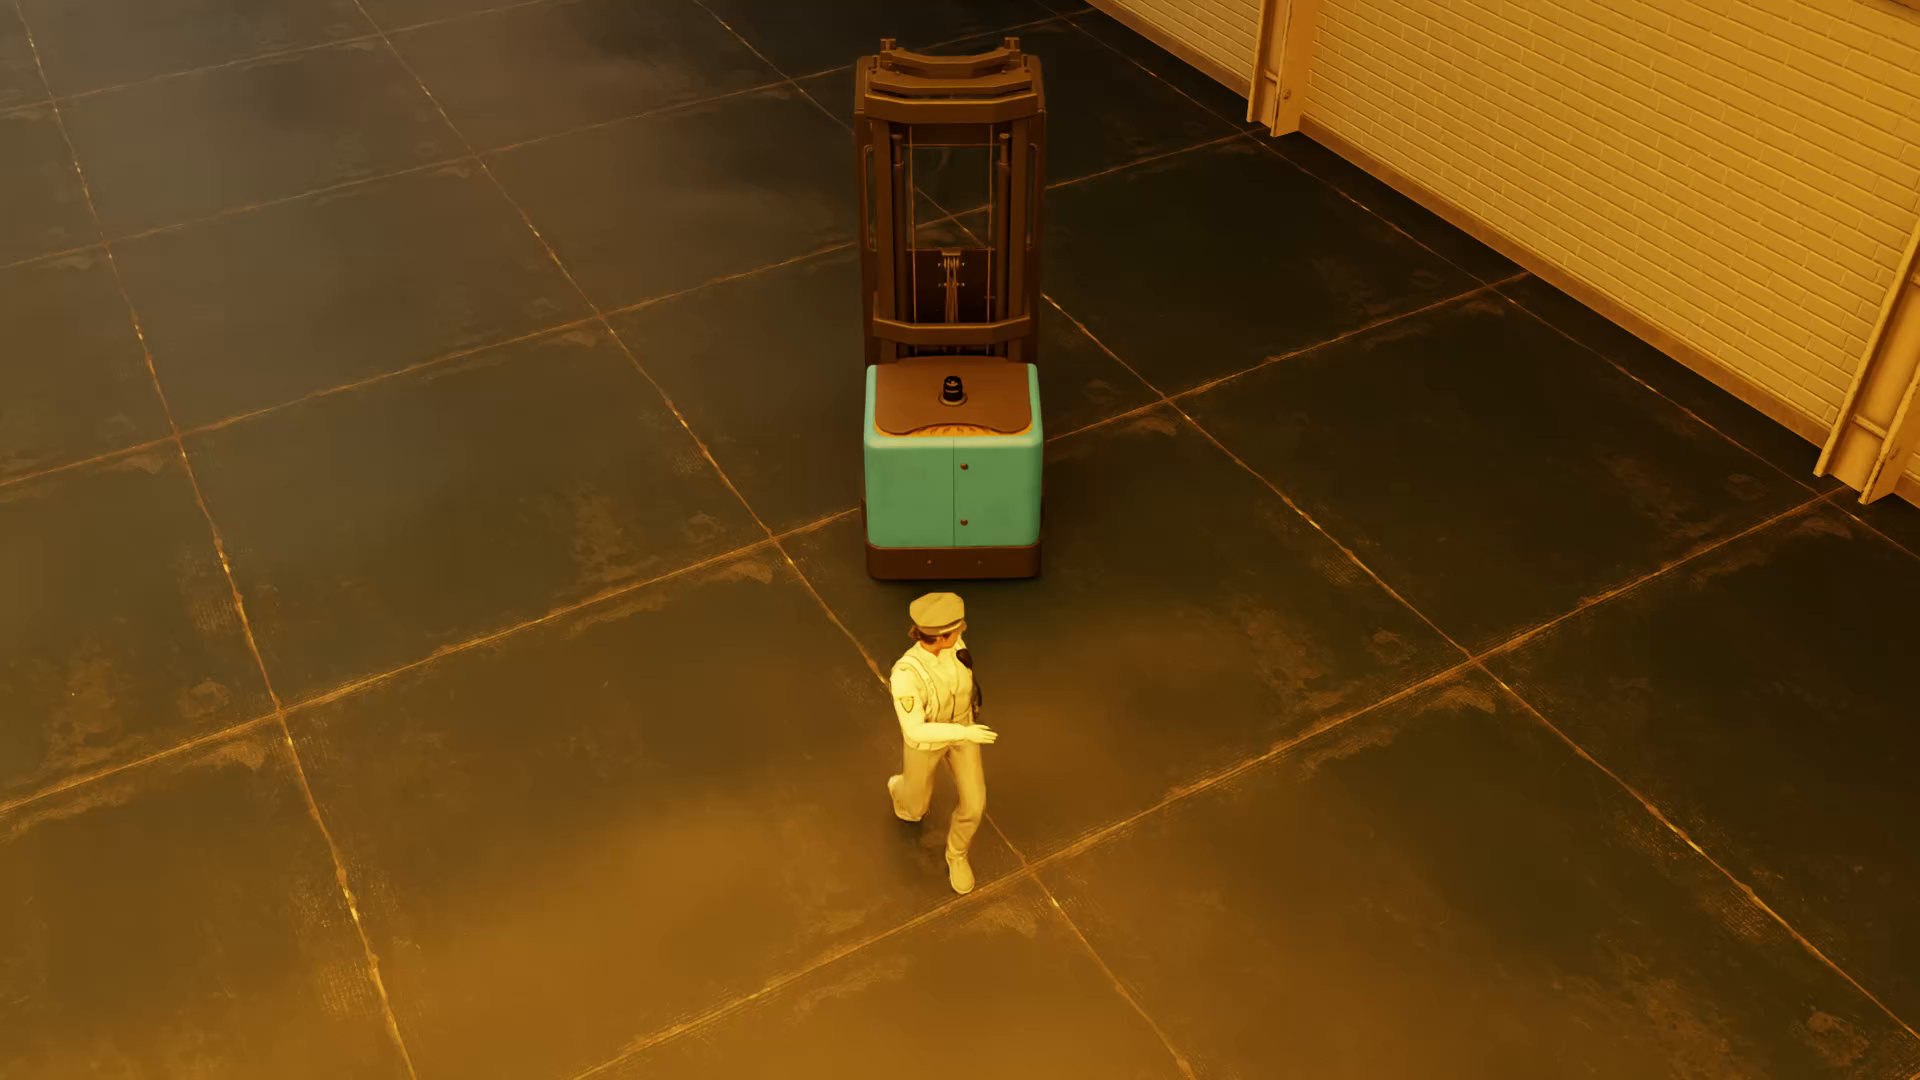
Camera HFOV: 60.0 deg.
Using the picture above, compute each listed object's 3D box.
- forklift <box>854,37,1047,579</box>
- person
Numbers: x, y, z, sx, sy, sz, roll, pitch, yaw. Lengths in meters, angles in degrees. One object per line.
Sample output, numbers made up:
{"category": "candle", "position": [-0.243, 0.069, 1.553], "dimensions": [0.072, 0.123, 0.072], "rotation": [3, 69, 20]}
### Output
{"category": "forklift", "position": [-0.060, -1.808, 10.216], "dimensions": [1.130, 2.935, 3.031], "rotation": [-1, 40, -1]}
{"category": "person", "position": [-0.091, 0.912, 8.010], "dimensions": [0.539, 1.585, 0.776], "rotation": [-18, 43, -20]}
